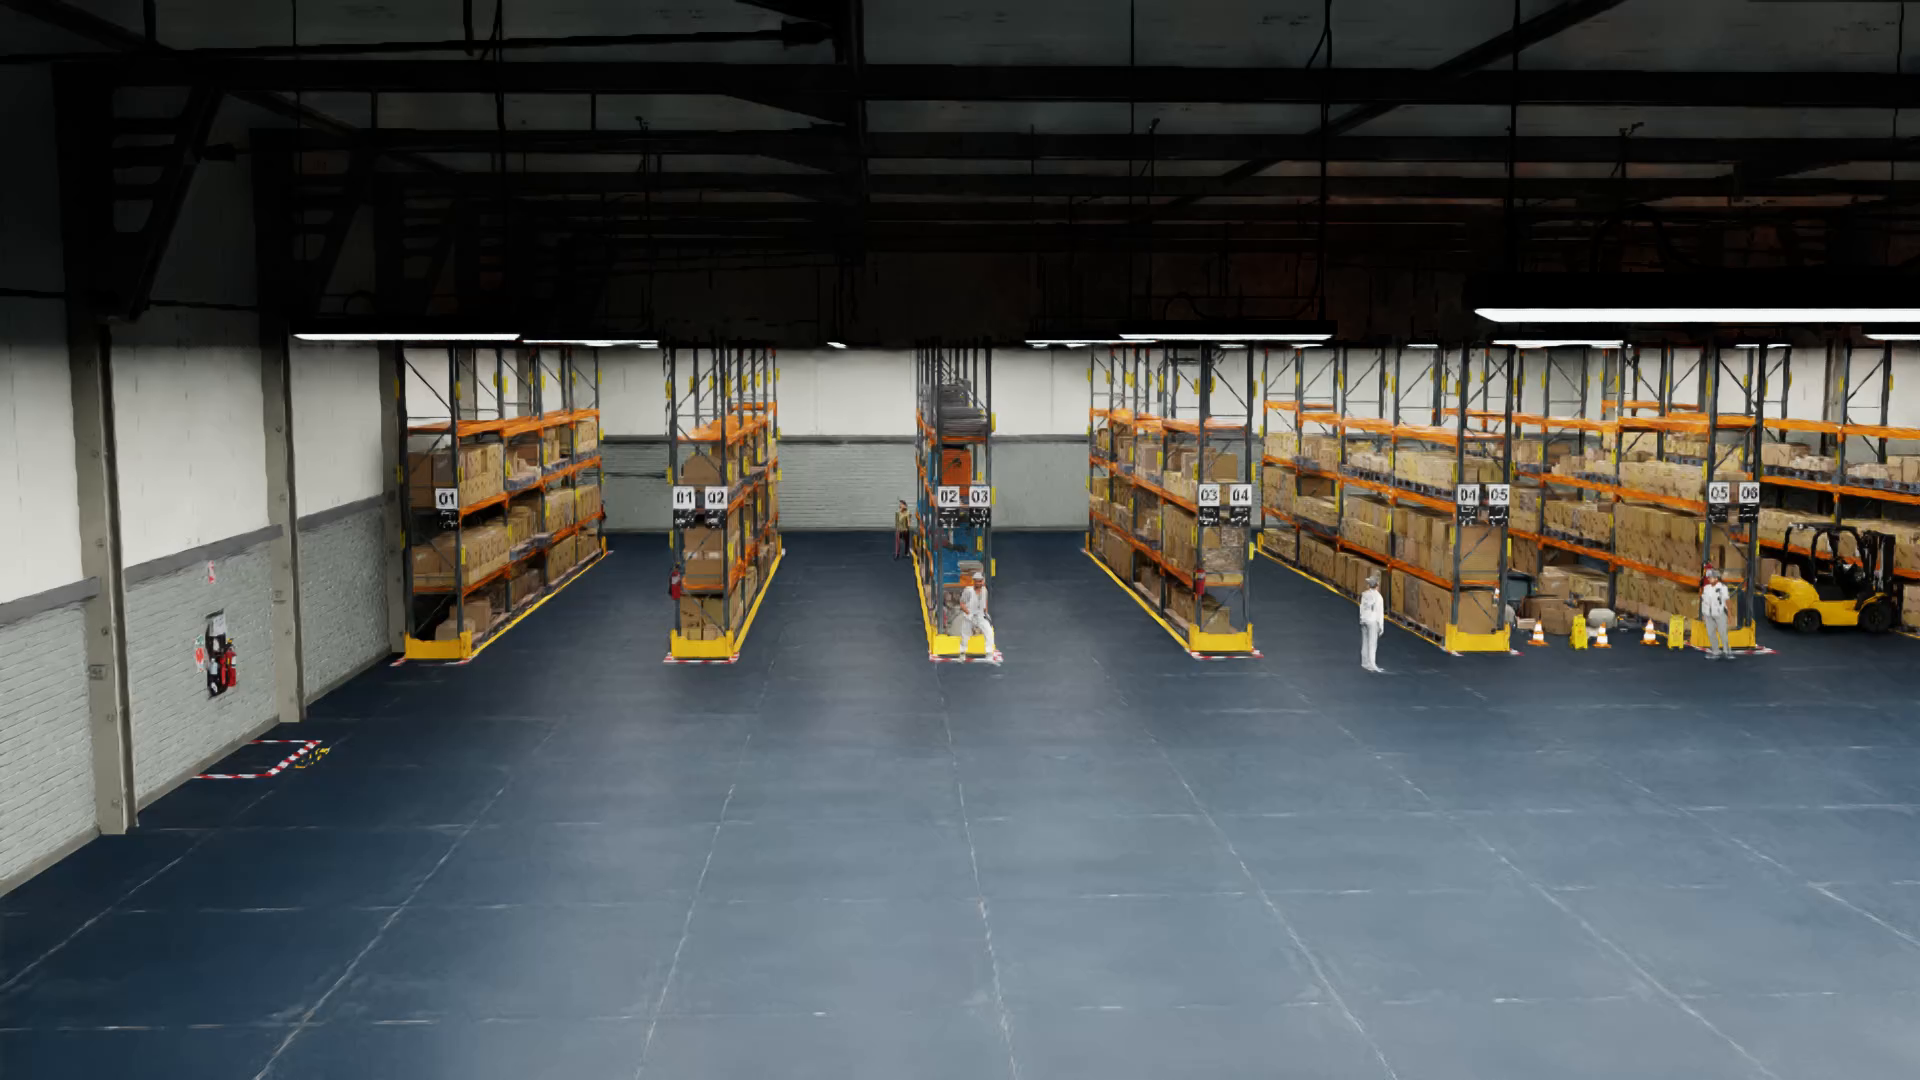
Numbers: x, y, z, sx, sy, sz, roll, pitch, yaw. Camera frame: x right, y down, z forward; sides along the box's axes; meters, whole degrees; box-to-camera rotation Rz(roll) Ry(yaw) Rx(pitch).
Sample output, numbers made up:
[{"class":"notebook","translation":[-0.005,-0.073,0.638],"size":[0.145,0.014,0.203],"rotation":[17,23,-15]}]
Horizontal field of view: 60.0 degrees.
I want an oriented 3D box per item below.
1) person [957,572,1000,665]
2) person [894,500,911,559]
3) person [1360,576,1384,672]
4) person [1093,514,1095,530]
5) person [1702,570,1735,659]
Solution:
[{"class":"person","translation":[0.284,1.423,30.267],"size":[0.675,1.718,0.808],"rotation":[-3,7,-22]},{"class":"person","translation":[-1.575,-0.307,45.971],"size":[0.447,1.605,1.017],"rotation":[1,7,6]},{"class":"person","translation":[7.418,1.488,29.868],"size":[0.431,1.684,0.555],"rotation":[-4,8,-32]},{"class":"person","translation":[4.351,-0.953,51.688],"size":[0.609,1.604,0.814],"rotation":[-2,7,-19]},{"class":"person","translation":[14.155,1.392,31.021],"size":[0.485,1.658,0.614],"rotation":[-6,9,-42]}]
